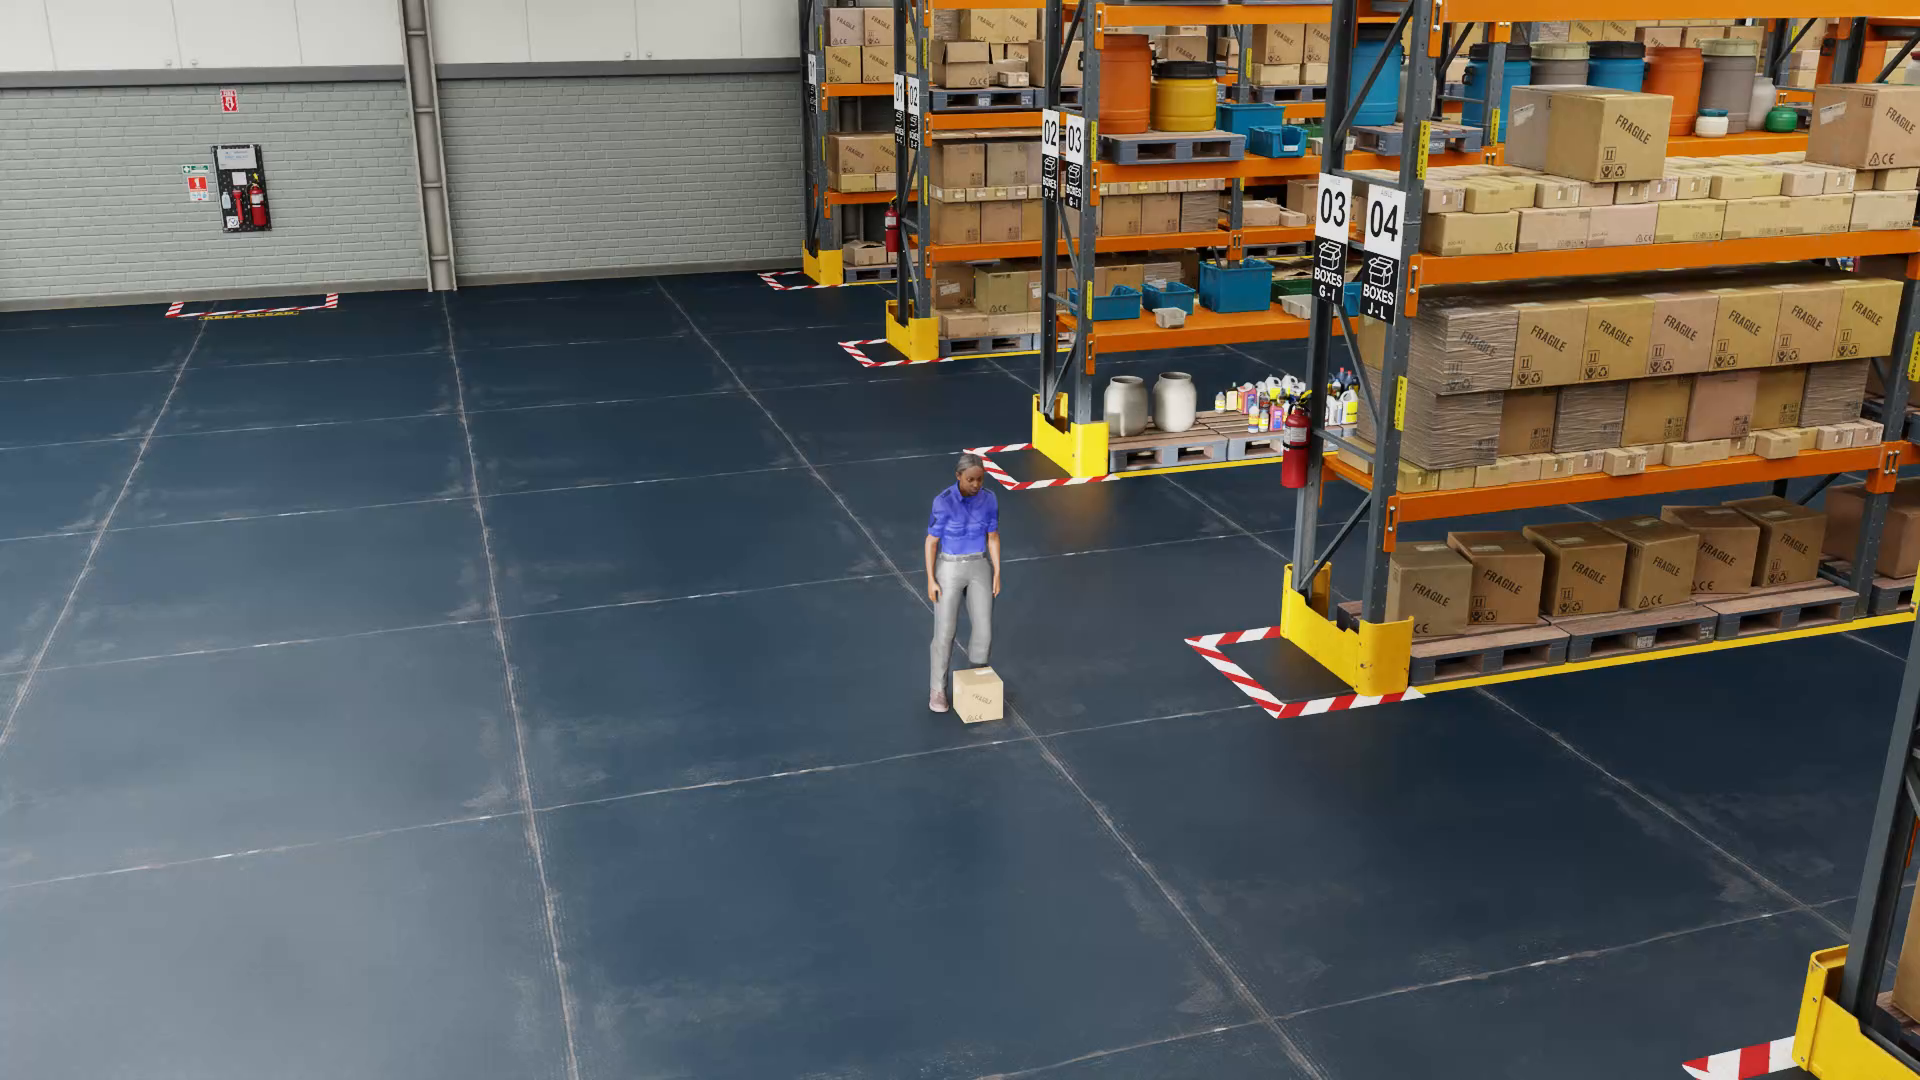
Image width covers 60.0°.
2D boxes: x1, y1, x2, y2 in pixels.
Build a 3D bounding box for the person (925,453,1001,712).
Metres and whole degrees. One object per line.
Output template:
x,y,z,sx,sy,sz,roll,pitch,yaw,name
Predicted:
0.022,0.237,10.403,0.503,1.654,0.349,-6,20,-18,person
